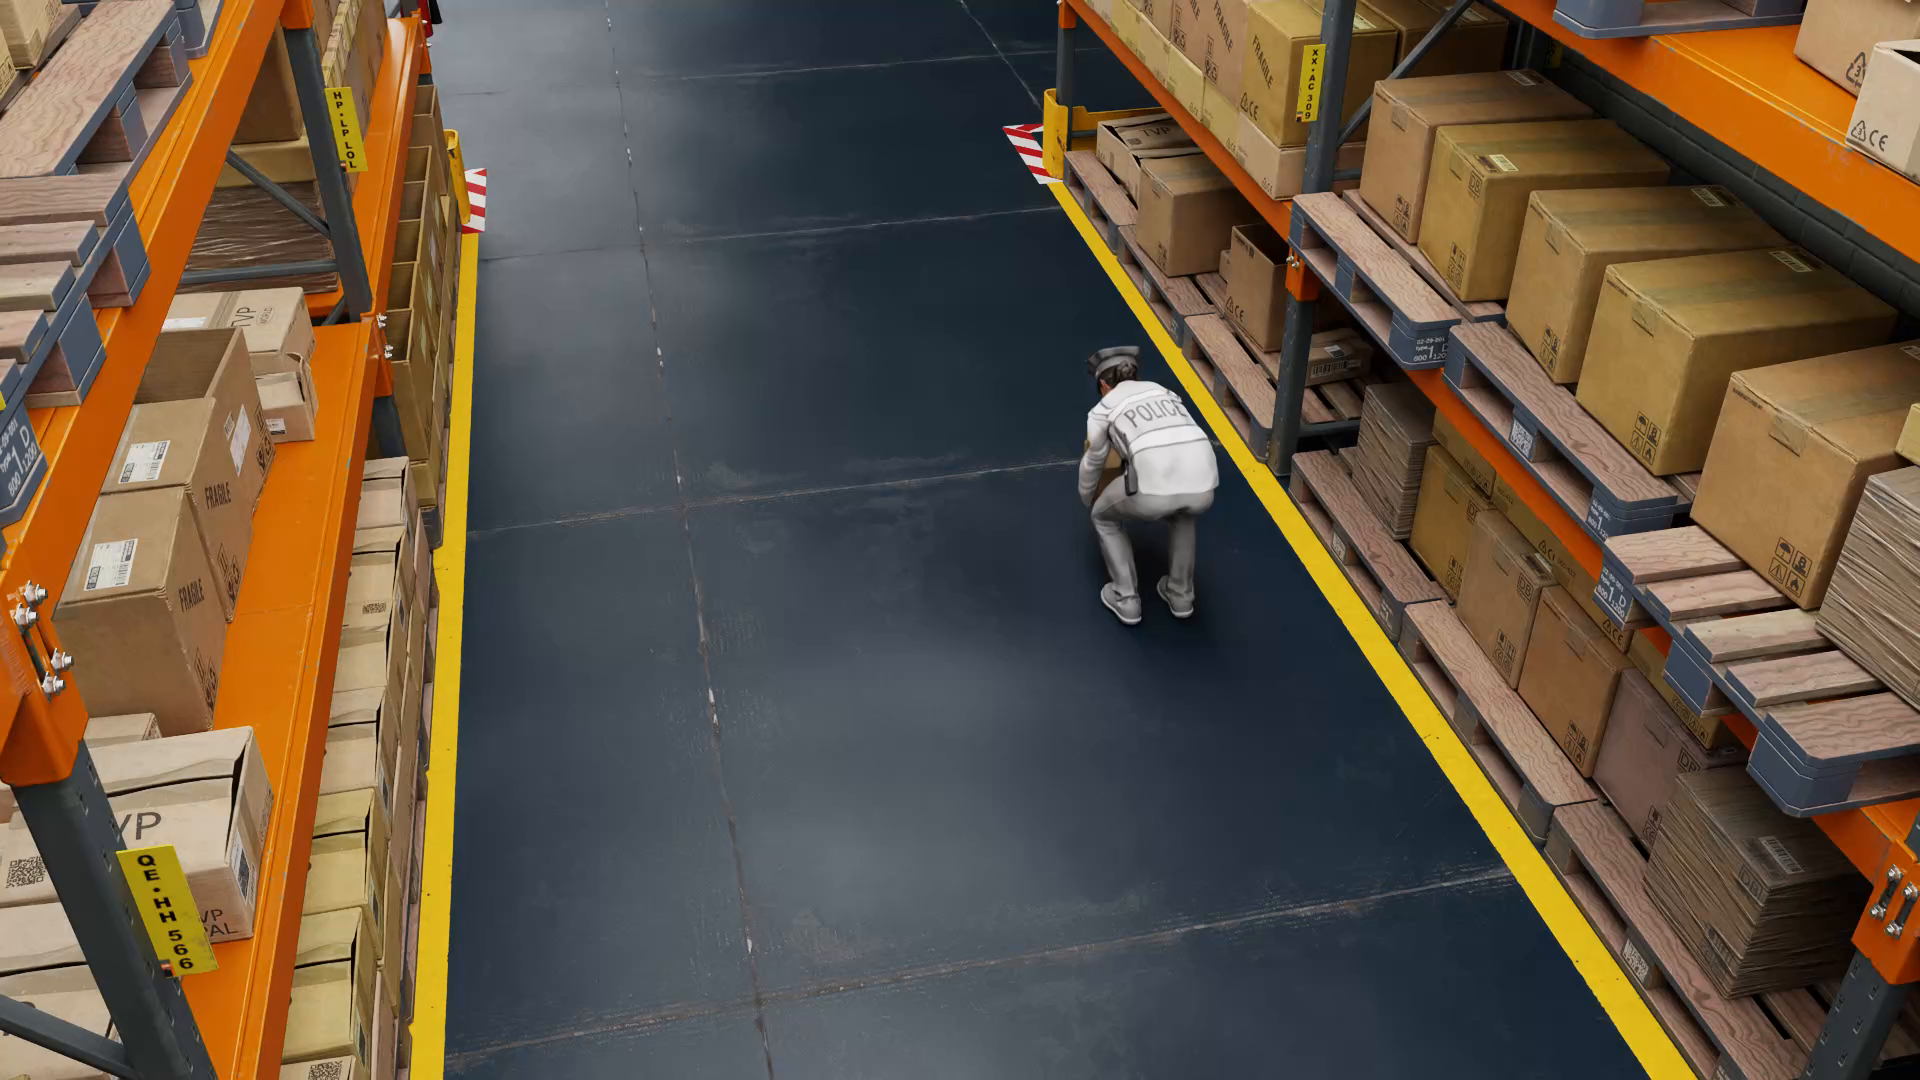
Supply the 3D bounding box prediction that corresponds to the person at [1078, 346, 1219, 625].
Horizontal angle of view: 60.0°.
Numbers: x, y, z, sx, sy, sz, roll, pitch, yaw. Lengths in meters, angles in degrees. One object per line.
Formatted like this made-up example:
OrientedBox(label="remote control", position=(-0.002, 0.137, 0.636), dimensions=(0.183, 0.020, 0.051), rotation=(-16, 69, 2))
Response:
OrientedBox(label="person", position=(0.768, -0.234, 7.057), dimensions=(0.463, 1.017, 0.921), rotation=(-9, 36, -13))
